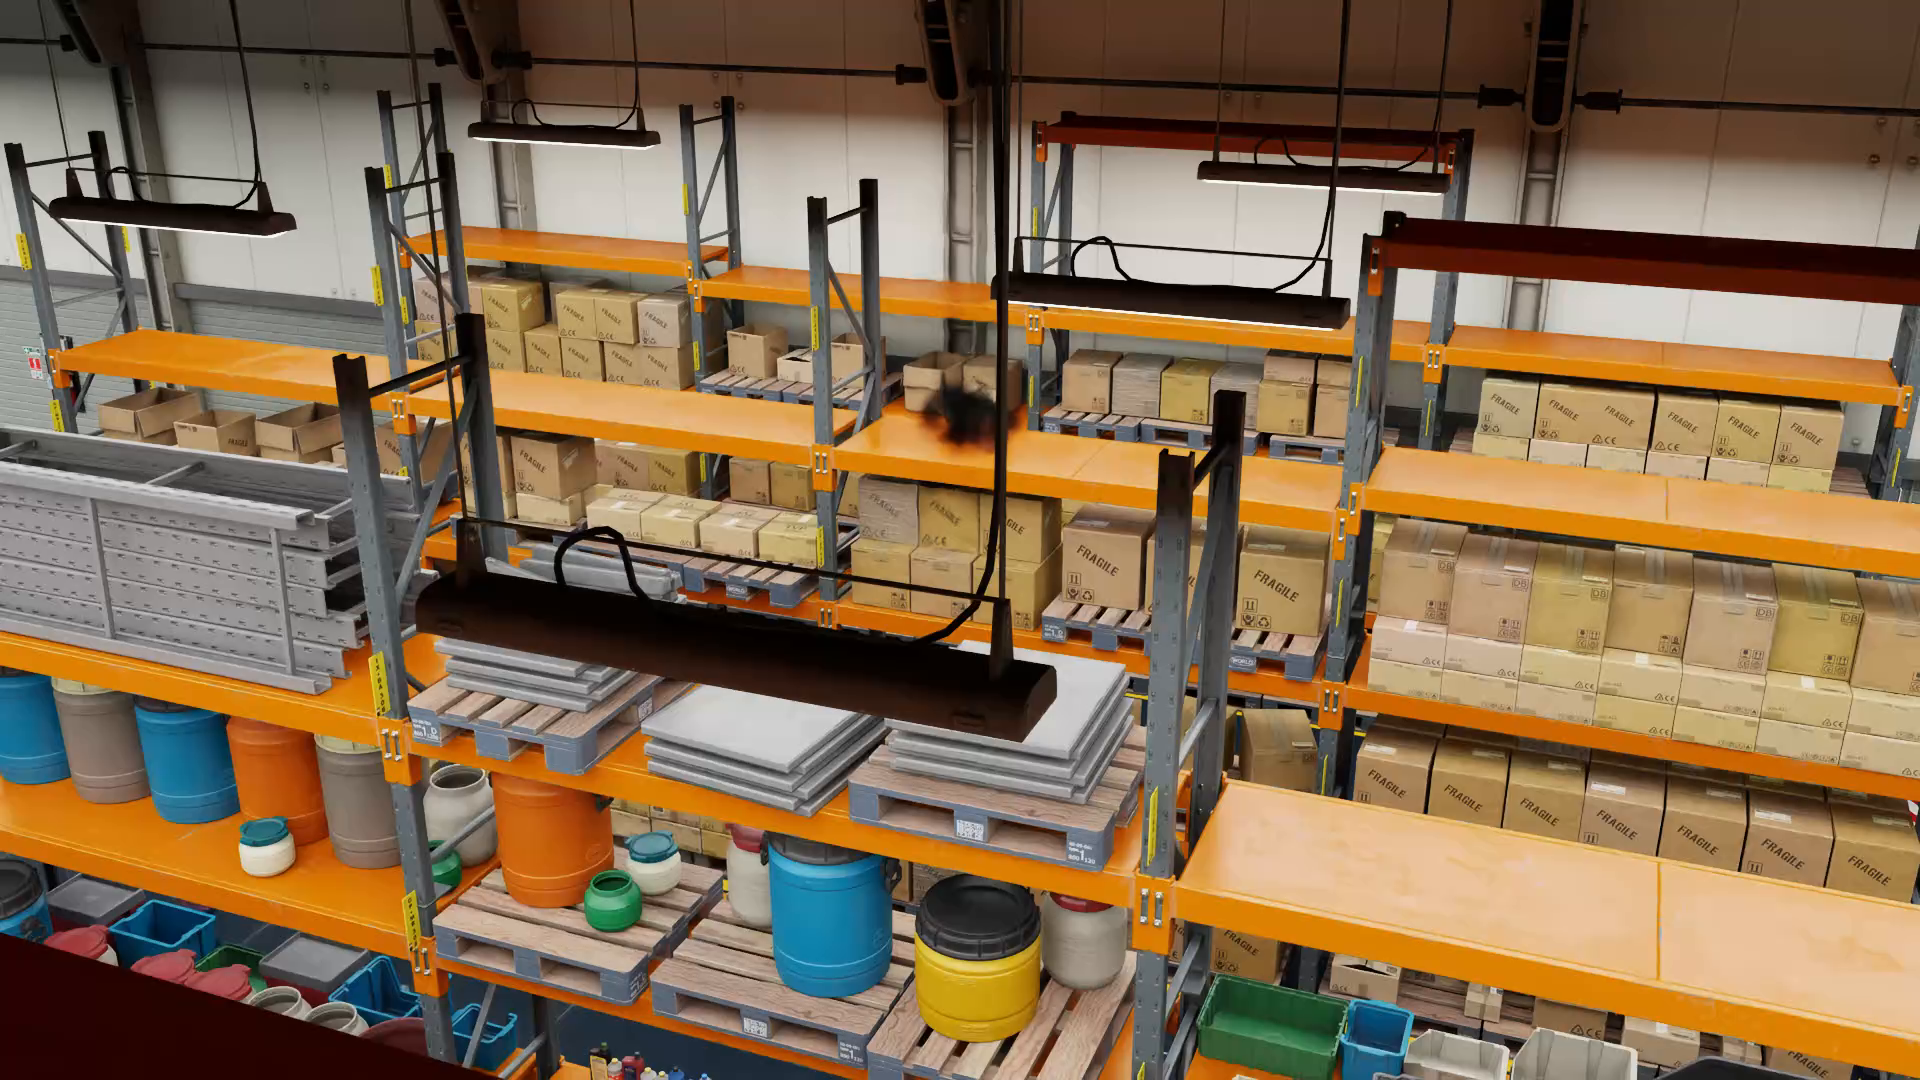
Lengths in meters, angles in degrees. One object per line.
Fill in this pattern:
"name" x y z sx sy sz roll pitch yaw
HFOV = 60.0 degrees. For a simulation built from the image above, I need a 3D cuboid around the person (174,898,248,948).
"person" -5.814 2.847 12.904 0.853 1.487 0.530 9 23 22
